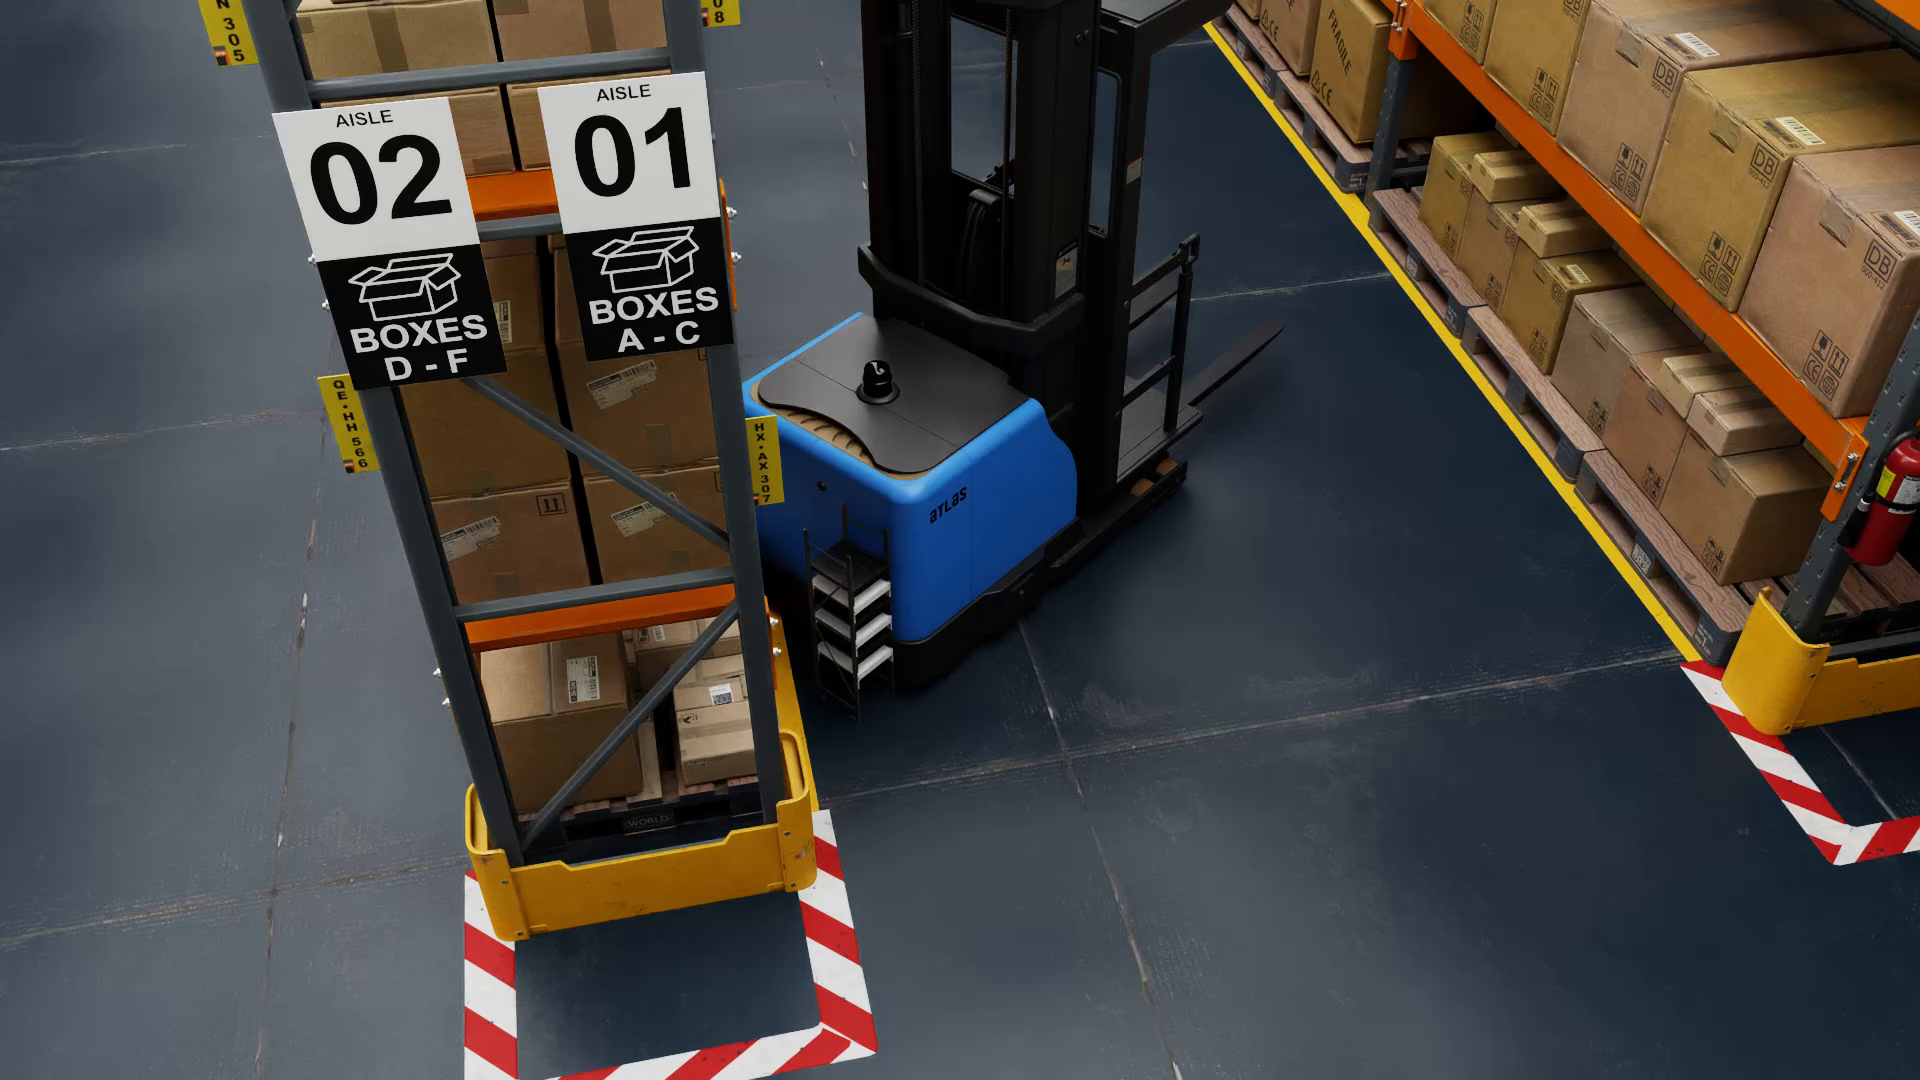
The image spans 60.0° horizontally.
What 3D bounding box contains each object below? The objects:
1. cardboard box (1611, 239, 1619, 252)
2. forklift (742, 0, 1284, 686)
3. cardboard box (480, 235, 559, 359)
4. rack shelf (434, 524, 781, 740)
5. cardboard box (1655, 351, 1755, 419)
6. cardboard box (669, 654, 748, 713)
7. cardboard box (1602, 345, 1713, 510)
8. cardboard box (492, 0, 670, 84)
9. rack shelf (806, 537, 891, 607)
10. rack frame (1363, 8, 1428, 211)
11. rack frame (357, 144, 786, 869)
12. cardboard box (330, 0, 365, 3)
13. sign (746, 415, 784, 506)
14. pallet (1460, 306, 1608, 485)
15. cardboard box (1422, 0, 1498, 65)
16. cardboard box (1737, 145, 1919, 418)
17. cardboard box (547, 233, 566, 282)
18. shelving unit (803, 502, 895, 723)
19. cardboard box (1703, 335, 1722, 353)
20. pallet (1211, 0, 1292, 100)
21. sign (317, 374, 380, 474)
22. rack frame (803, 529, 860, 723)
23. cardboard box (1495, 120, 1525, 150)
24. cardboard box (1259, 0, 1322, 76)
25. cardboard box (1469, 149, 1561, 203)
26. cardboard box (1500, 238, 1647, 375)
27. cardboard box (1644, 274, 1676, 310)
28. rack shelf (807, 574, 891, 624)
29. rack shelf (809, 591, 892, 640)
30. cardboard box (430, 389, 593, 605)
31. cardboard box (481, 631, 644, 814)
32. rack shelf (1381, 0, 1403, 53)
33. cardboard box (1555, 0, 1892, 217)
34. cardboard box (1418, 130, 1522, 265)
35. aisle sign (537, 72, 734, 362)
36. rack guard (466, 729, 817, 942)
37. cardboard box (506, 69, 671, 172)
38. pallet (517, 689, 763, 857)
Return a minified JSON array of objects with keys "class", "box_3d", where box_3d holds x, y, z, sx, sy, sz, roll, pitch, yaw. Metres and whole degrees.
[{"class":"cardboard box","box_3d":[3.317,-1.546,8.092,0.380,0.149,0.250,-8,42,-9]},{"class":"forklift","box_3d":[0.406,-1.409,6.912,1.130,2.935,3.031,30,50,29]},{"class":"cardboard box","box_3d":[-1.581,-0.817,5.364,0.500,0.500,0.500,-7,42,-8]},{"class":"rack shelf","box_3d":[-1.538,-0.856,6.779,1.077,0.370,4.000,-8,42,-9]},{"class":"cardboard box","box_3d":[3.220,-0.668,7.103,0.380,0.149,0.250,-7,42,-8]},{"class":"cardboard box","box_3d":[-0.915,0.584,6.418,0.380,0.166,0.250,-8,42,-9]},{"class":"cardboard box","box_3d":[3.373,-0.527,7.433,0.700,0.500,0.500,-8,42,-9]},{"class":"cardboard box","box_3d":[-0.963,-1.452,4.385,0.500,0.250,0.500,-8,42,-9]},{"class":"rack shelf","box_3d":[-0.427,0.120,6.363,0.258,0.077,0.200,30,50,29]},{"class":"rack frame","box_3d":[2.867,-3.134,8.803,1.000,3.000,0.127,-8,42,-9]},{"class":"rack frame","box_3d":[-1.106,0.171,5.079,1.000,3.000,0.127,-8,42,-9]},{"class":"cardboard box","box_3d":[-1.233,-1.693,4.091,0.700,0.500,0.500,-8,42,-9]},{"class":"sign","box_3d":[-0.576,-0.230,4.880,0.100,0.325,0.005,-8,42,-9]},{"class":"pallet","box_3d":[3.221,-0.795,8.268,1.003,0.211,1.213,-8,42,-9]},{"class":"cardboard box","box_3d":[2.968,-2.892,8.304,0.980,0.700,0.700,-8,42,-9]},{"class":"cardboard box","box_3d":[3.610,-0.982,6.153,0.980,0.700,0.700,-7,42,-7]},{"class":"cardboard box","box_3d":[-1.065,-0.903,5.461,0.500,0.500,0.500,-8,42,-9]},{"class":"shelving unit","box_3d":[-0.427,0.297,6.520,0.258,0.900,0.210,30,50,29]},{"class":"cardboard box","box_3d":[3.540,-0.883,7.345,0.380,0.149,0.250,-8,42,-9]},{"class":"pallet","box_3d":[2.360,-3.373,11.172,1.003,0.211,1.213,-8,42,-9]},{"class":"sign","box_3d":[-1.652,-0.314,4.515,0.100,0.325,0.005,-8,42,-9]},{"class":"rack frame","box_3d":[-0.494,0.347,6.462,0.240,0.900,0.006,30,50,29]},{"class":"cardboard box","box_3d":[3.090,-2.222,8.853,0.380,0.149,0.250,-9,42,-10]},{"class":"cardboard box","box_3d":[2.405,-3.465,10.479,0.750,0.750,0.750,-7,42,-8]},{"class":"cardboard box","box_3d":[2.824,-1.851,8.436,0.380,0.149,0.250,-7,42,-8]},{"class":"cardboard box","box_3d":[3.142,-1.198,8.188,0.700,0.500,0.500,-7,42,-8]},{"class":"cardboard box","box_3d":[3.428,-1.214,7.718,0.380,0.149,0.250,-8,42,-9]},{"class":"rack shelf","box_3d":[-0.427,0.187,6.422,0.258,0.077,0.200,30,50,29]},{"class":"rack shelf","box_3d":[-0.427,0.254,6.482,0.258,0.077,0.200,30,50,29]},{"class":"cardboard box","box_3d":[-1.469,-0.118,5.329,0.500,0.500,0.500,-7,42,-8]},{"class":"cardboard box","box_3d":[-1.464,0.624,6.120,0.500,0.500,0.500,-8,42,-9]},{"class":"rack shelf","box_3d":[2.435,-4.161,10.502,1.077,0.370,4.000,-8,42,-9]},{"class":"cardboard box","box_3d":[3.287,-1.948,7.241,0.980,0.700,0.700,-10,43,-11]},{"class":"cardboard box","box_3d":[2.928,-1.857,8.930,0.700,0.500,0.500,-8,42,-9]},{"class":"aisle sign","box_3d":[-0.805,-0.799,4.214,0.394,0.787,0.004,-8,42,-9]},{"class":"rack guard","box_3d":[-1.123,1.057,5.965,1.175,0.500,0.348,-8,42,-9]},{"class":"cardboard box","box_3d":[-0.969,-1.264,4.550,0.500,0.250,0.500,-8,42,-9]},{"class":"pallet","box_3d":[-1.296,0.648,6.643,1.003,0.211,1.213,-8,42,-9]}]
